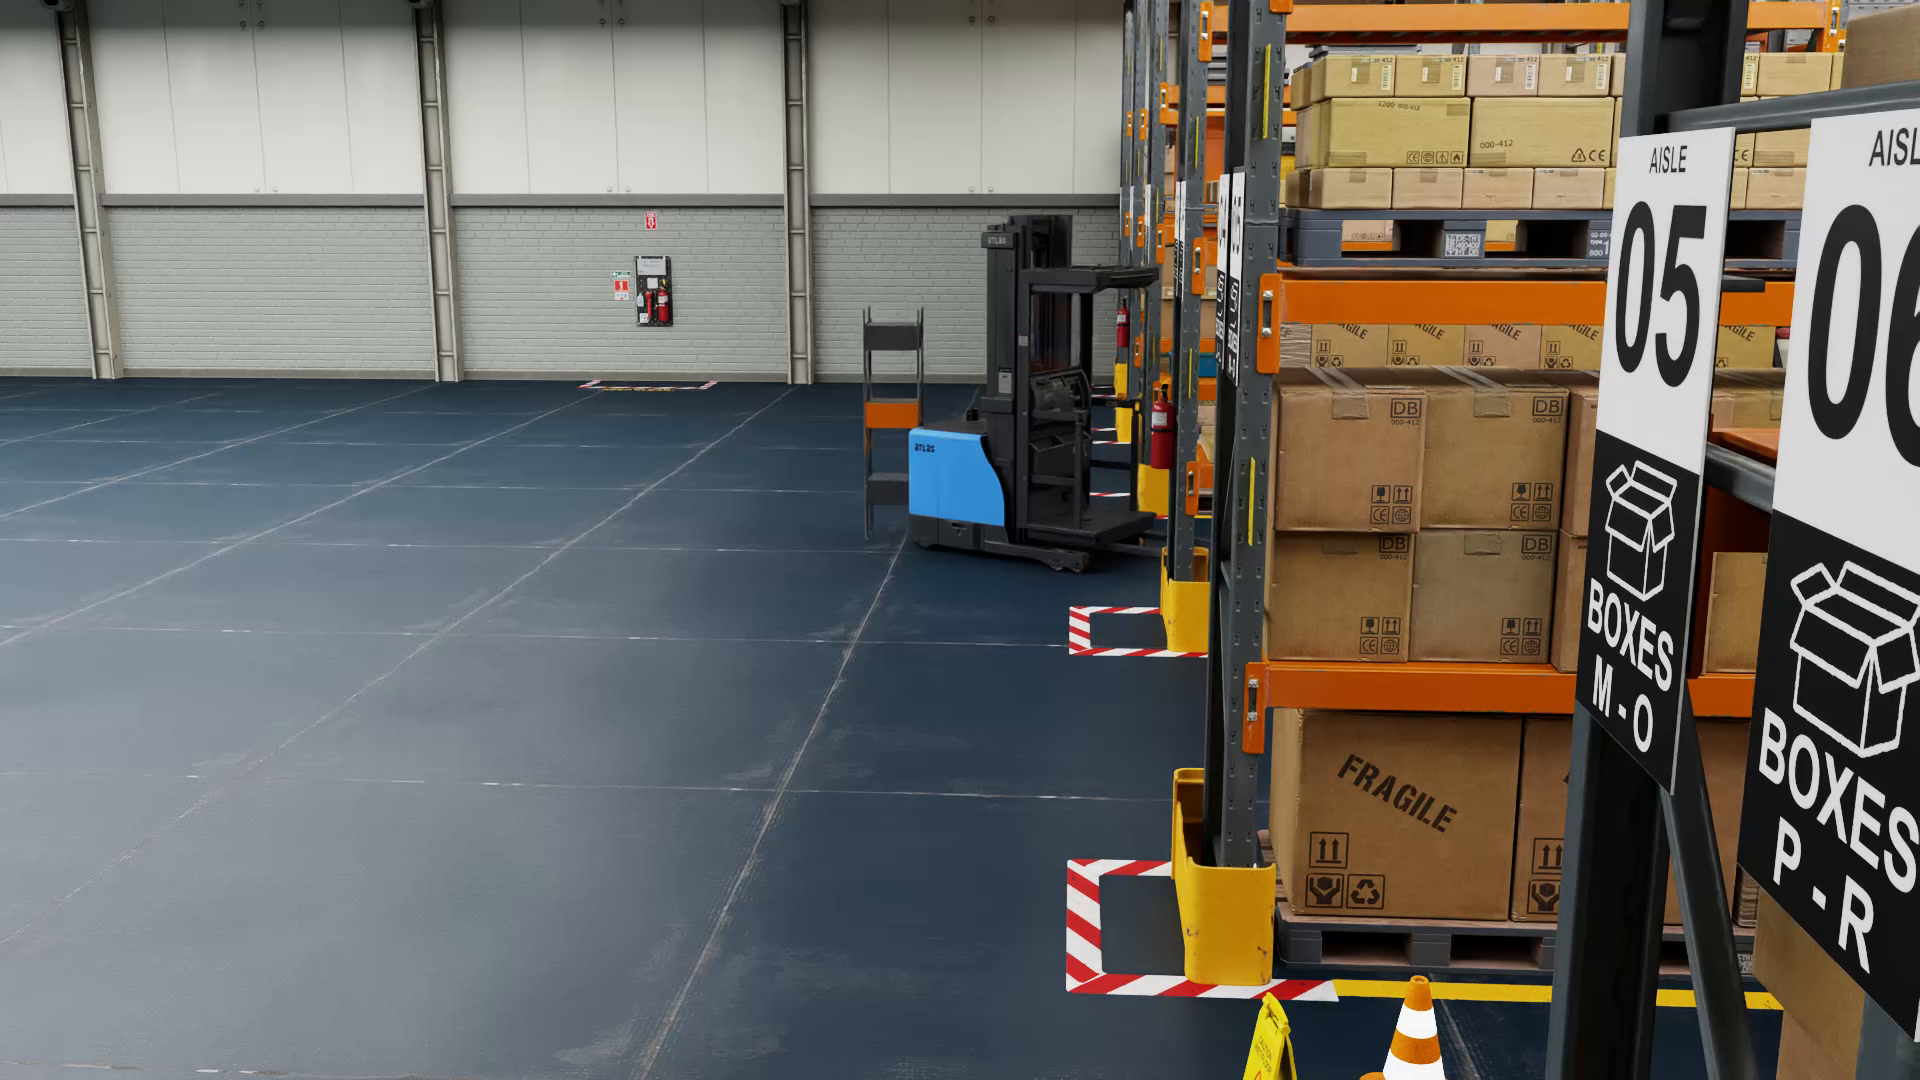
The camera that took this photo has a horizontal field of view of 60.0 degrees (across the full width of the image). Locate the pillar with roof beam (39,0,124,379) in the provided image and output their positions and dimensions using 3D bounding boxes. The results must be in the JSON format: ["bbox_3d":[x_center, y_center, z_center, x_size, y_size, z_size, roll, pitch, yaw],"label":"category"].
[{"bbox_3d":[-14.917,-6.314,23.457,0.548,9.000,9.100,1,12,4],"label":"pillar with roof beam"}]

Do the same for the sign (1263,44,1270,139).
[{"bbox_3d":[1.106,-1.618,6.003,0.005,0.325,0.100,1,12,4],"label":"sign"}]

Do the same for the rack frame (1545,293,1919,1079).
[{"bbox_3d":[0.919,1.217,2.108,0.127,3.000,1.000,1,12,4],"label":"rack frame"}]

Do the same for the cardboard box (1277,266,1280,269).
[{"bbox_3d":[3.793,-3.493,21.210,0.500,0.500,0.700,1,12,4],"label":"cardboard box"}]

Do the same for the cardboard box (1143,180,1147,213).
[{"bbox_3d":[2.892,-5.315,25.714,0.500,0.500,0.500,1,12,5],"label":"cardboard box"}]

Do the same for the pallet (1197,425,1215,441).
[{"bbox_3d":[3.013,-1.465,21.737,1.213,0.211,1.003,1,12,4],"label":"pallet"}]

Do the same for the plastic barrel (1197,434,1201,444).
[{"bbox_3d":[2.574,-0.814,16.867,0.421,0.512,0.421,0,12,0],"label":"plastic barrel"}]

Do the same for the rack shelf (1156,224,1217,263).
[{"bbox_3d":[3.908,-2.909,16.259,4.000,0.370,1.077,1,12,4],"label":"rack shelf"}]

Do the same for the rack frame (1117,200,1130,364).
[{"bbox_3d":[2.575,-3.844,26.299,0.127,3.000,1.000,1,12,4],"label":"rack frame"}]

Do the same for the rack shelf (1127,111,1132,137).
[{"bbox_3d":[4.570,-6.399,25.628,4.000,0.370,1.077,1,12,4],"label":"rack shelf"}]

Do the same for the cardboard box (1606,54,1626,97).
[{"bbox_3d":[2.475,-1.702,6.133,0.250,0.149,0.380,1,12,3],"label":"cardboard box"}]

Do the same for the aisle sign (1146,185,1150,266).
[{"bbox_3d":[1.821,-3.033,16.076,0.004,0.787,0.394,1,12,4],"label":"aisle sign"}]

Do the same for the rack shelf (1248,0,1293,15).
[{"bbox_3d":[3.145,-2.157,6.319,4.000,0.370,1.077,1,12,4],"label":"rack shelf"}]

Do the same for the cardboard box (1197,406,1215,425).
[{"bbox_3d":[3.267,-1.633,21.418,0.500,0.250,0.500,1,12,4],"label":"cardboard box"}]

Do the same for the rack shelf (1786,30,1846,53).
[{"bbox_3d":[7.568,-3.114,10.894,4.000,0.370,1.077,1,12,4],"label":"rack shelf"}]

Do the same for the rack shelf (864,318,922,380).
[{"bbox_3d":[-0.600,-1.734,15.060,0.480,0.518,0.431,1,12,4],"label":"rack shelf"}]

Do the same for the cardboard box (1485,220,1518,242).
[{"bbox_3d":[3.574,-2.124,11.118,0.500,0.250,0.500,1,12,5],"label":"cardboard box"}]

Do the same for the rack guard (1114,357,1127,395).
[{"bbox_3d":[2.650,-2.619,26.550,0.348,0.500,1.175,1,12,4],"label":"rack guard"}]

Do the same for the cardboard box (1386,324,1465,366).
[{"bbox_3d":[3.110,-1.414,11.270,0.500,0.500,0.500,1,12,4],"label":"cardboard box"}]

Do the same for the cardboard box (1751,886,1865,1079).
[{"bbox_3d":[1.444,0.495,2.145,0.500,0.500,0.700,0,12,2],"label":"cardboard box"}]

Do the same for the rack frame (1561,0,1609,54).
[{"bbox_3d":[5.904,-4.702,15.748,0.127,3.000,1.000,1,12,4],"label":"rack frame"}]

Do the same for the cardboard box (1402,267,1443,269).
[{"bbox_3d":[5.795,-3.466,21.079,0.500,0.500,0.700,1,12,4],"label":"cardboard box"}]

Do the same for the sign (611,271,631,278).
[{"bbox_3d":[-5.660,-4.438,27.760,0.331,0.109,0.001,1,12,4],"label":"sign"}]

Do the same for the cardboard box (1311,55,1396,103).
[{"bbox_3d":[1.461,-1.717,6.200,0.250,0.149,0.380,1,12,4],"label":"cardboard box"}]

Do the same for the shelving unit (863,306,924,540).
[{"bbox_3d":[-0.600,-1.062,15.200,0.503,2.100,0.431,1,12,4],"label":"shelving unit"}]

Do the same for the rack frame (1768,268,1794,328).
[{"bbox_3d":[10.229,-2.722,20.938,0.127,3.000,1.000,1,12,4],"label":"rack frame"}]

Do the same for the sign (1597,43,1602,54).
[{"bbox_3d":[5.856,-4.487,15.233,0.005,0.325,0.100,1,12,4],"label":"sign"}]

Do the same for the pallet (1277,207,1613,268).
[{"bbox_3d":[1.890,-1.213,6.613,1.213,0.211,1.003,1,12,4],"label":"pallet"}]

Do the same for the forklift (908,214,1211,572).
[{"bbox_3d":[1.040,-1.286,14.239,3.031,2.935,1.130,8,14,33],"label":"forklift"}]

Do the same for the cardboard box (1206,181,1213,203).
[{"bbox_3d":[1.879,-2.458,11.741,0.250,0.149,0.380,1,12,4],"label":"cardboard box"}]

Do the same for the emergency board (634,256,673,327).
[{"bbox_3d":[-5.119,-4.135,27.690,0.643,1.169,0.194,1,12,4],"label":"emergency board"}]

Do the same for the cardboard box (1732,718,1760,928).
[{"bbox_3d":[3.618,1.059,7.027,0.875,0.875,0.875,1,12,4],"label":"cardboard box"}]

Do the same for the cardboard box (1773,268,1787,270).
[{"bbox_3d":[12.538,-4.228,25.284,0.500,0.250,0.500,1,12,3],"label":"cardboard box"}]

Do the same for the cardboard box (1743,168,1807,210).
[{"bbox_3d":[2.983,-1.305,6.180,0.250,0.149,0.380,1,12,4],"label":"cardboard box"}]

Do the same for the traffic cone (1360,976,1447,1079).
[{"bbox_3d":[1.584,1.743,5.787,0.334,0.463,0.336,1,12,4],"label":"traffic cone"}]

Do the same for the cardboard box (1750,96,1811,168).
[{"bbox_3d":[3.124,-1.511,6.193,0.500,0.250,0.500,1,12,3],"label":"cardboard box"}]

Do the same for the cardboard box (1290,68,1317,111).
[{"bbox_3d":[1.508,-1.851,6.842,0.250,0.149,0.380,1,12,4],"label":"cardboard box"}]

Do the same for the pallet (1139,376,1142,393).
[{"bbox_3d":[3.459,-2.459,26.492,1.213,0.211,1.003,1,12,4],"label":"pallet"}]

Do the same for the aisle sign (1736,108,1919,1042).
[{"bbox_3d":[0.837,0.007,1.543,0.004,0.787,0.394,1,12,4],"label":"aisle sign"}]

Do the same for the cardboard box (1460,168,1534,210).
[{"bbox_3d":[1.974,-1.319,6.246,0.250,0.149,0.380,1,12,4],"label":"cardboard box"}]

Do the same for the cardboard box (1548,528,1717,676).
[{"bbox_3d":[2.623,0.163,6.780,0.550,0.550,0.875,1,12,4],"label":"cardboard box"}]

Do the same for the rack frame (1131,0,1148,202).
[{"bbox_3d":[2.247,-5.768,20.847,0.127,3.000,1.000,1,12,4],"label":"rack frame"}]

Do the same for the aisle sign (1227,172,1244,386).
[{"bbox_3d":[1.058,-1.008,6.395,0.004,0.787,0.394,1,12,4],"label":"aisle sign"}]

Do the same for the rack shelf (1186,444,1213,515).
[{"bbox_3d":[3.577,-0.428,11.729,4.000,0.370,1.077,1,12,4],"label":"rack shelf"}]

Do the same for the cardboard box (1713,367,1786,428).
[{"bbox_3d":[3.159,-0.380,6.738,0.500,0.550,0.875,1,12,4],"label":"cardboard box"}]

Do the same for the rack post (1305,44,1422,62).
[{"bbox_3d":[3.848,-4.699,15.921,0.954,0.300,0.937,1,12,3],"label":"rack post"}]

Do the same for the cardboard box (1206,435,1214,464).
[{"bbox_3d":[1.850,-0.632,11.561,0.250,0.149,0.380,1,12,4],"label":"cardboard box"}]

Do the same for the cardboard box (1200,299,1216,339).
[{"bbox_3d":[3.236,-2.865,21.378,0.500,0.500,0.700,1,12,5],"label":"cardboard box"}]
